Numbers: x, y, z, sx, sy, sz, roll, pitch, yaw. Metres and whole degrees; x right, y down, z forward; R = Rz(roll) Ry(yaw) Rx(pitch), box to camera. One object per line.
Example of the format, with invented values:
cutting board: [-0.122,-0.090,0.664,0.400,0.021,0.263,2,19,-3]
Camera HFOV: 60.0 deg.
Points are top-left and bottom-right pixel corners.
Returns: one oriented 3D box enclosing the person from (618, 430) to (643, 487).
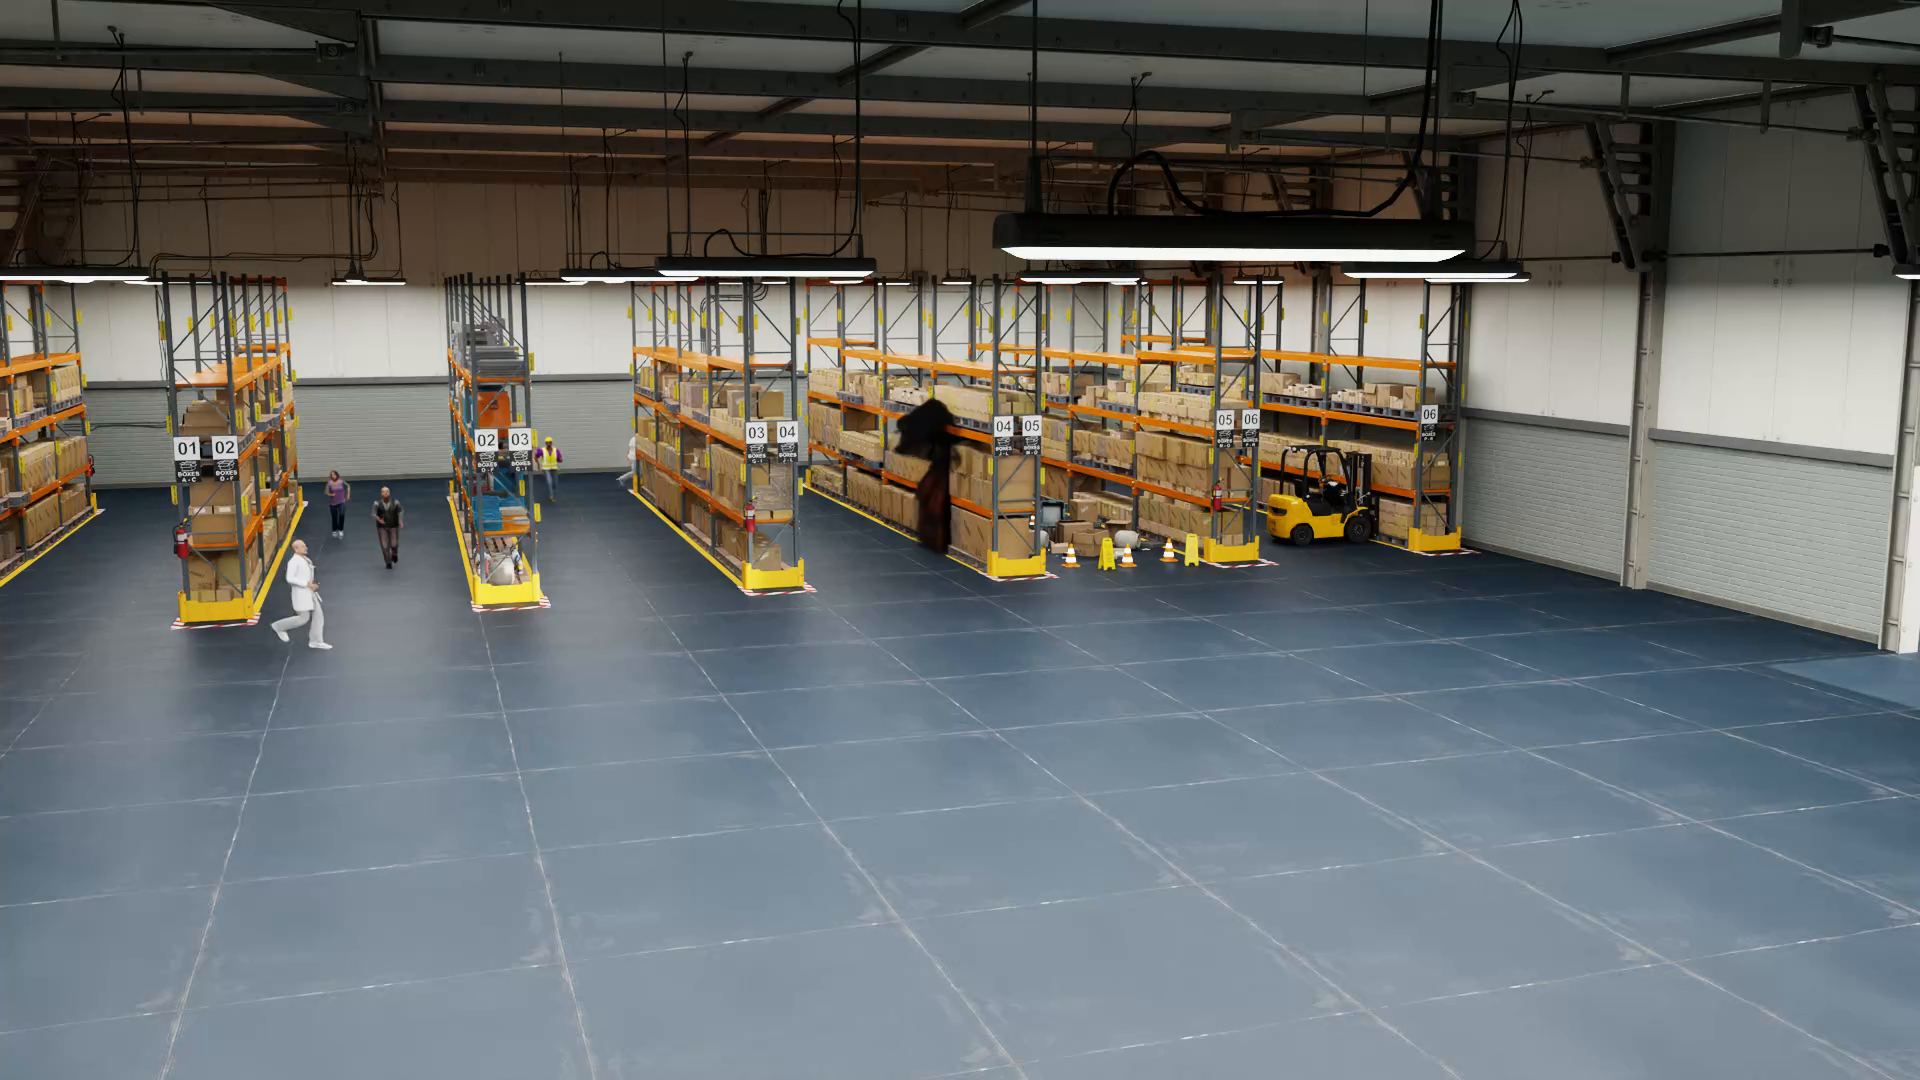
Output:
person: [-9.384,-2.350,47.898,0.921,1.665,0.540,-4,9,-23]

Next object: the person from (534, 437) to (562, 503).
person: [-11.044,-1.893,44.770,0.713,1.747,0.925,-5,10,-29]

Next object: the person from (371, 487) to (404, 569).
person: [-11.733,-0.241,34.123,0.653,1.680,0.569,-3,9,-19]

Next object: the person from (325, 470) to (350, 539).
person: [-14.283,-0.820,38.180,0.543,1.589,0.813,-3,9,-18]

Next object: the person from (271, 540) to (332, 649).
person: [-10.527,0.876,26.551,0.926,1.773,0.710,0,9,2]
